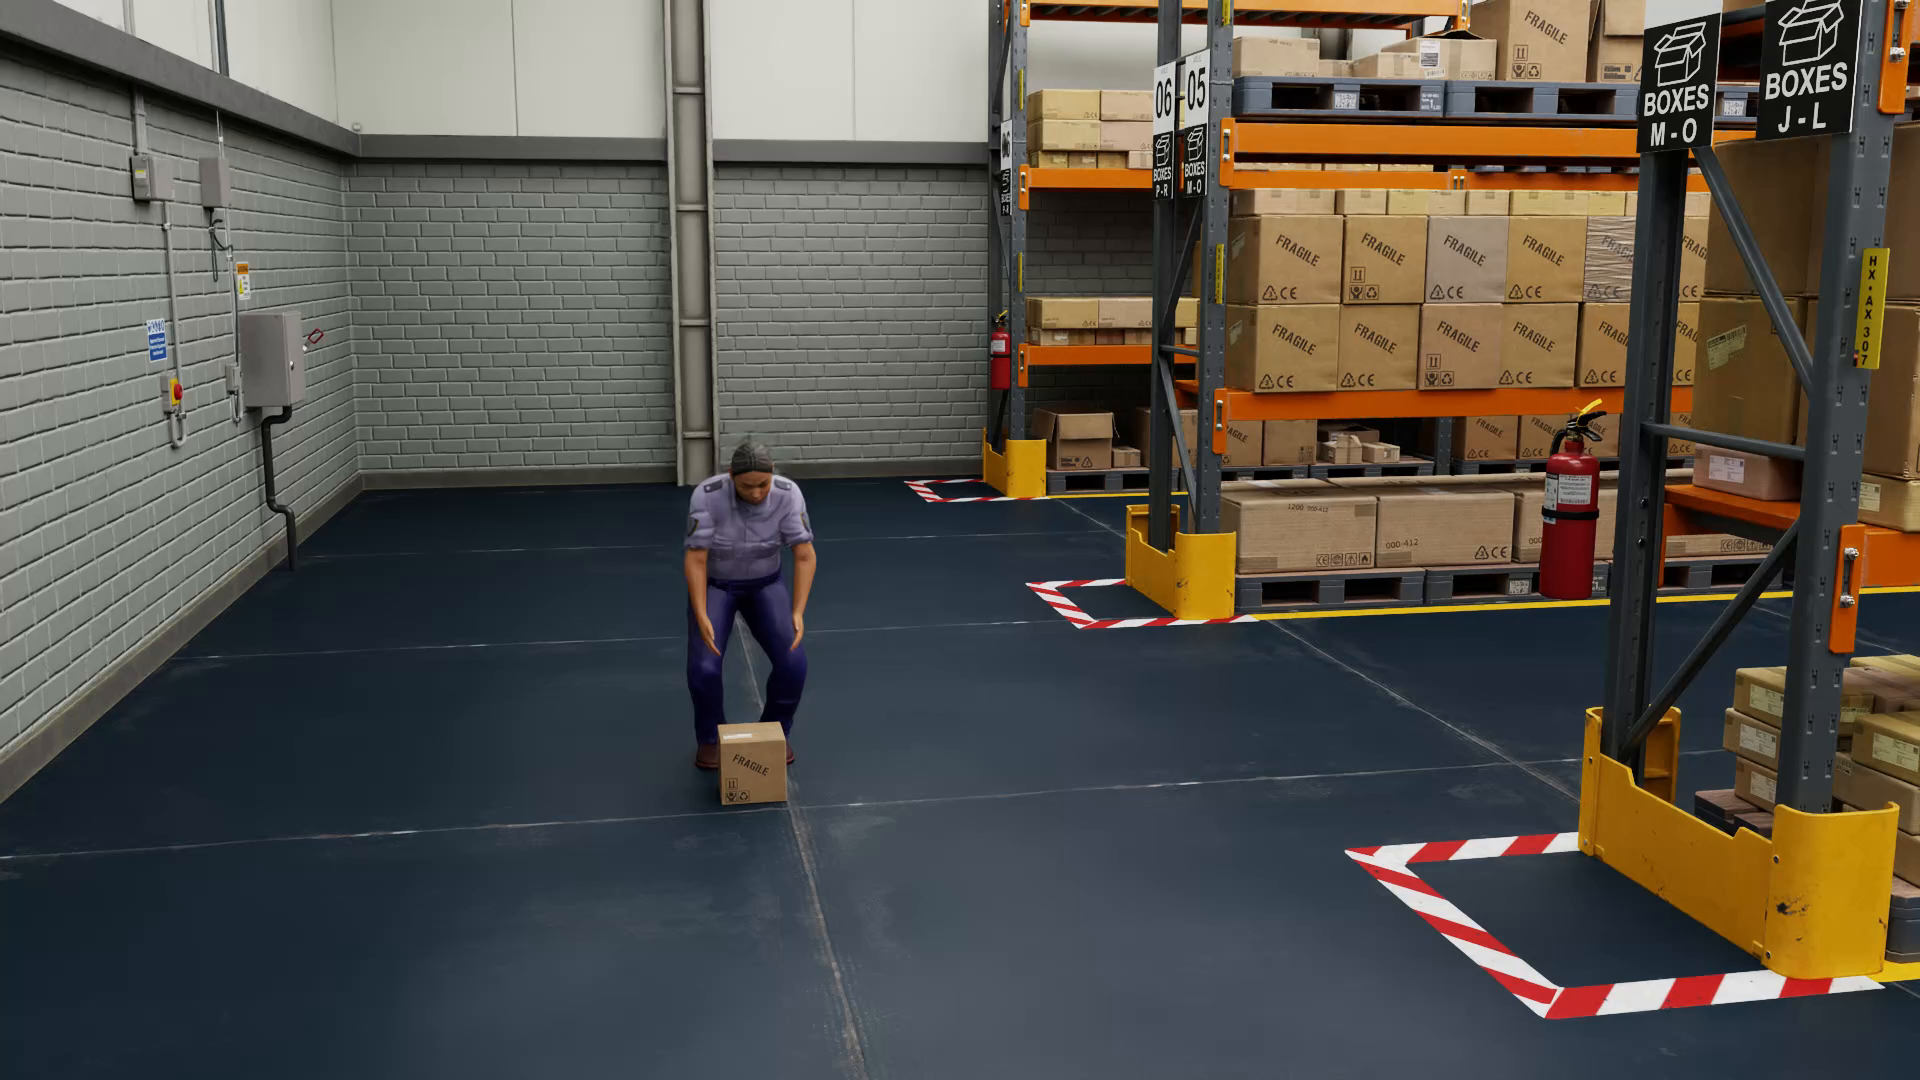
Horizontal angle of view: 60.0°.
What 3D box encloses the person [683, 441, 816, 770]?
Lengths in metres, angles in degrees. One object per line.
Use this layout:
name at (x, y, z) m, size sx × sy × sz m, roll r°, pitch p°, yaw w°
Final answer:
person at (-0.863, 0.252, 6.829) m, size 0.534 × 1.368 × 0.655 m, roll -2°, pitch 10°, yaw -11°
